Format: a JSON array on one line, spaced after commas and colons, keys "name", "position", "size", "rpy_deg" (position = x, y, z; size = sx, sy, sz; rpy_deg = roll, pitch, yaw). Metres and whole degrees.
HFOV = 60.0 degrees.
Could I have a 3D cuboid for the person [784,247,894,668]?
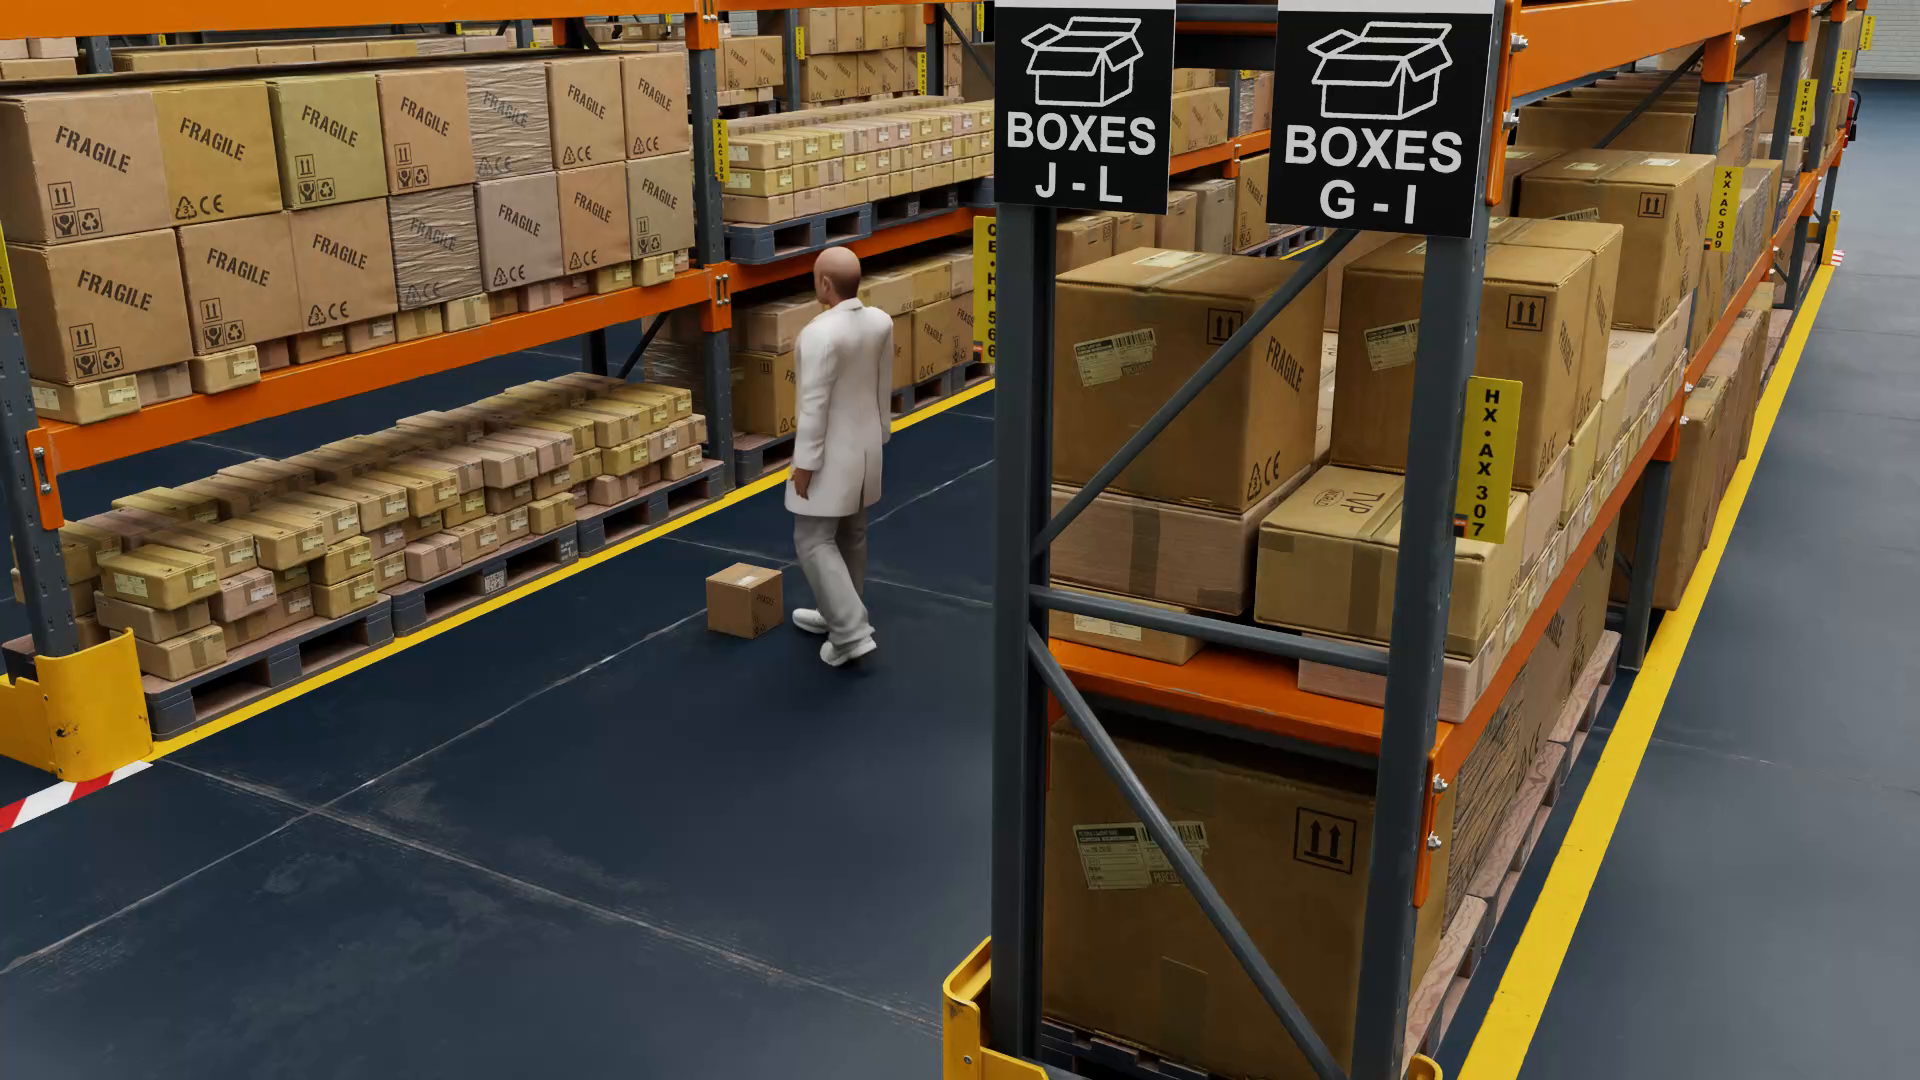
[{"name": "person", "position": [-0.520, -0.360, 7.132], "size": [0.664, 1.802, 0.613], "rpy_deg": [14, 23, 35]}]
